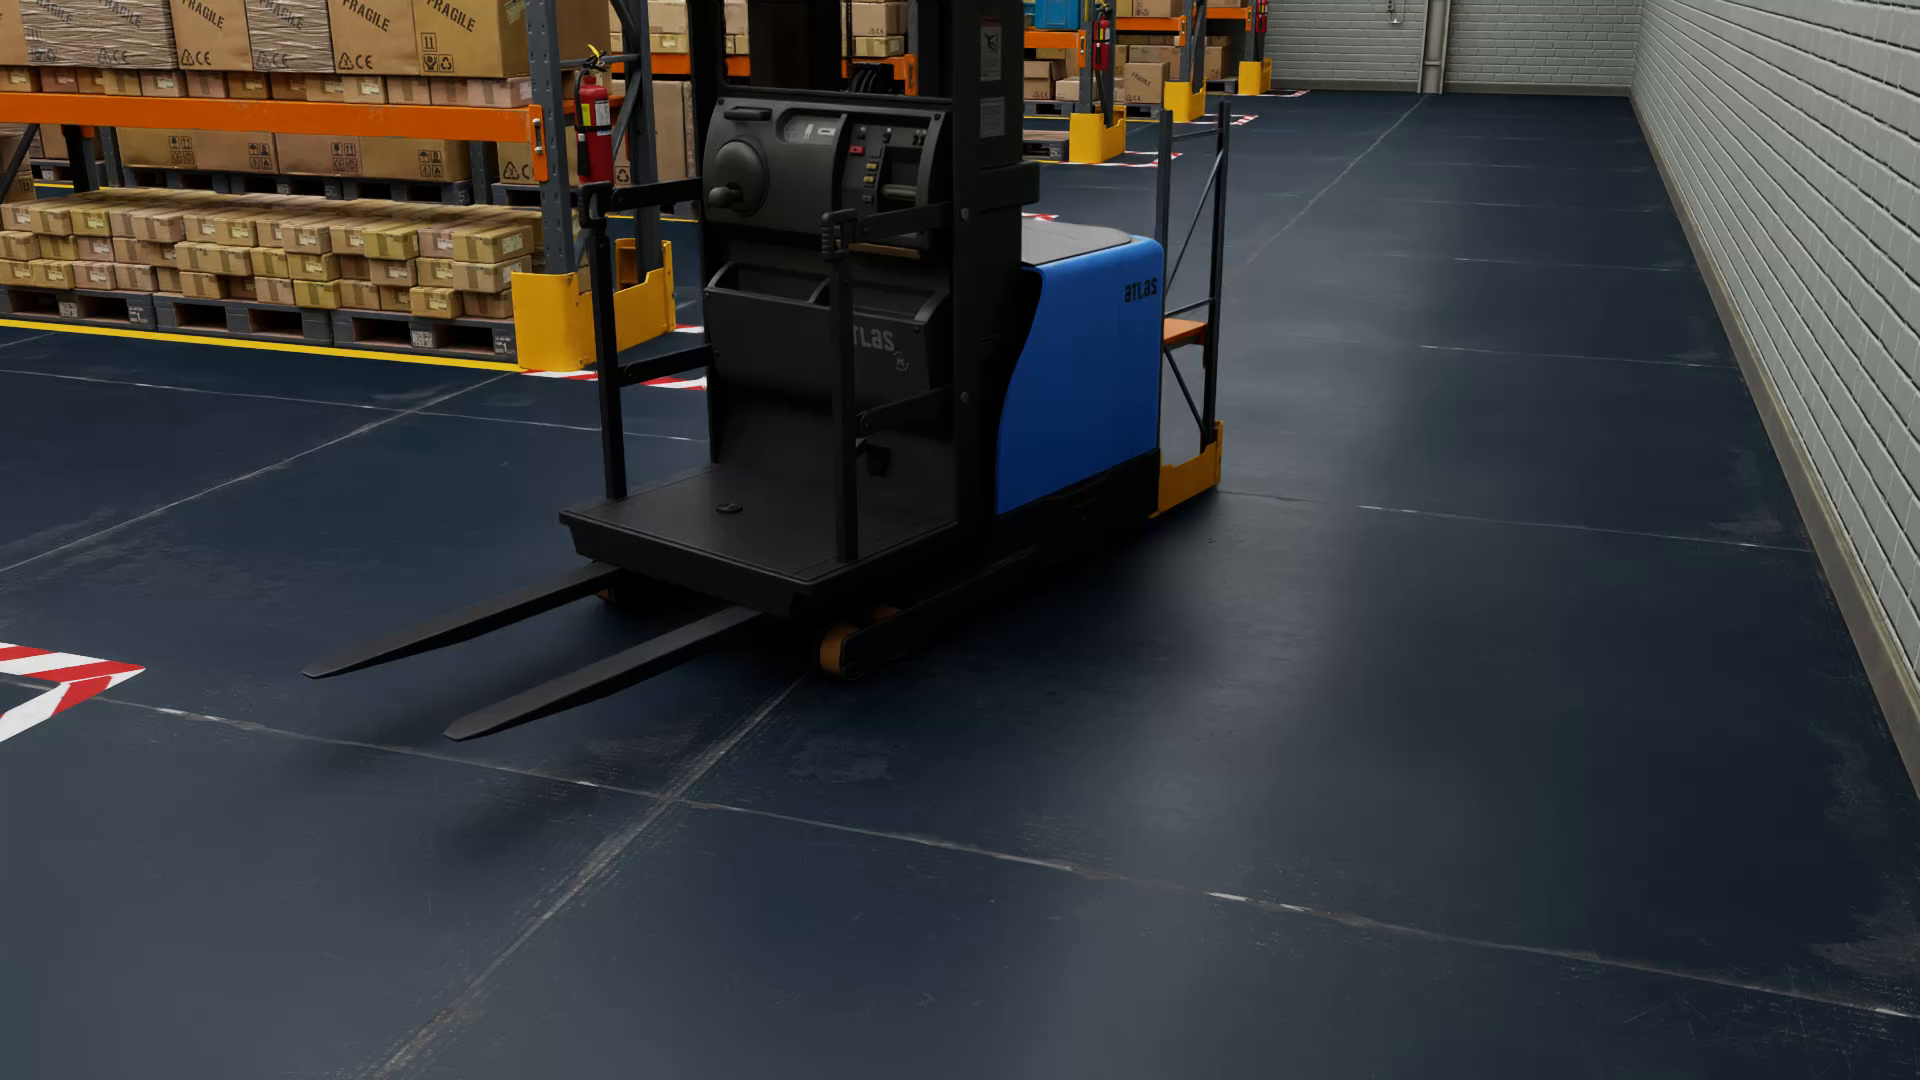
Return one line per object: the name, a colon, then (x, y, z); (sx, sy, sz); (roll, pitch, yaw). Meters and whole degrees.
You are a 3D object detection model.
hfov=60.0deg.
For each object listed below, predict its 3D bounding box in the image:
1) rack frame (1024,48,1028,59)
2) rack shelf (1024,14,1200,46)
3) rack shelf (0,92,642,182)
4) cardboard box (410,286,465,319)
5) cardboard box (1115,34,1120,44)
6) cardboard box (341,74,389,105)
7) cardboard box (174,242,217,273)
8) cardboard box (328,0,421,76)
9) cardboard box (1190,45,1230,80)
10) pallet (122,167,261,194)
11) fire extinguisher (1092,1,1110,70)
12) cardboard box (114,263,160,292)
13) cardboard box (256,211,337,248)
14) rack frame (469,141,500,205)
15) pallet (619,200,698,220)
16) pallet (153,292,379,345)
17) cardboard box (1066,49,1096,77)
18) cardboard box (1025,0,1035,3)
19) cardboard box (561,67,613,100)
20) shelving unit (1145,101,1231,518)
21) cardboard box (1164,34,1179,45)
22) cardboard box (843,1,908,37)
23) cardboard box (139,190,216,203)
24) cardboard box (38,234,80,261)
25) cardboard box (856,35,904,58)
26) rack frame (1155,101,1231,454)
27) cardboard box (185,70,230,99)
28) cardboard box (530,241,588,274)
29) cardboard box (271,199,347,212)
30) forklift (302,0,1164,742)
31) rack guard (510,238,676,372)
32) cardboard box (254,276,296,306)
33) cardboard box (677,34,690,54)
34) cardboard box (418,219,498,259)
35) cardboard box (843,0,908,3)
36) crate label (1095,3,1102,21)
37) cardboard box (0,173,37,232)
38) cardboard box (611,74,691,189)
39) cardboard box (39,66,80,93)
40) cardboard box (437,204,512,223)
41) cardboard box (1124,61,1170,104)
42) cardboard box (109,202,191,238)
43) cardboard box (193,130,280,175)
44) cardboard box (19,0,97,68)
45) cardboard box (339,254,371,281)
rack frame: (0.928, -9.048, 27.477); (0.127, 3.000, 1.000); (7, 20, 18)
rack shelf: (1.195, -6.952, 22.556); (4.000, 0.370, 1.077); (7, 20, 18)
rack shelf: (-3.783, -2.341, 9.328); (4.000, 0.370, 1.077); (7, 20, 18)
cardboard box: (-2.736, -1.305, 8.956); (0.250, 0.149, 0.380); (7, 20, 20)
cardboard box: (2.514, -8.225, 27.289); (0.250, 0.149, 0.380); (7, 20, 19)
cardboard box: (-3.008, -2.375, 8.713); (0.250, 0.149, 0.380); (7, 20, 20)
cardboard box: (-4.201, -1.622, 9.414); (0.250, 0.149, 0.380); (6, 20, 18)
cardboard box: (-2.888, -2.678, 8.598); (0.500, 0.500, 0.500); (6, 20, 17)
cardboard box: (4.012, -7.679, 26.707); (0.500, 0.500, 0.700); (7, 20, 18)
pallet: (-7.008, -3.435, 15.609); (1.213, 0.211, 1.003); (7, 20, 18)
fire extinguisher: (1.448, -5.166, 17.022); (0.183, 0.674, 0.296); (7, 20, 18)
cardboard box: (-4.674, -1.558, 9.682); (0.250, 0.149, 0.380); (6, 20, 17)
cardboard box: (-3.690, -1.732, 9.277); (0.250, 0.149, 0.380); (6, 20, 16)
rack frame: (-3.949, -4.428, 14.222); (0.127, 3.000, 1.000); (7, 20, 18)
pallet: (-2.100, -2.873, 13.999); (1.213, 0.211, 1.003); (7, 20, 18)
pallet: (-3.870, -1.387, 9.735); (1.213, 0.211, 1.003); (7, 20, 18)
cardboard box: (2.074, -7.898, 27.337); (0.500, 0.500, 0.700); (6, 20, 18)
cardboard box: (1.135, -7.252, 22.170); (0.500, 0.500, 0.500); (6, 20, 17)
cardboard box: (-2.092, -2.483, 9.024); (0.250, 0.149, 0.380); (6, 20, 18)
shelving unit: (0.455, -0.970, 6.580); (1.083, 1.500, 0.587); (13, 23, 33)
cardboard box: (3.481, -8.115, 26.974); (0.250, 0.149, 0.380); (7, 20, 19)
cardboard box: (-0.715, -4.035, 12.872); (0.500, 0.250, 0.500); (6, 20, 17)
cardboard box: (-4.759, -2.032, 10.139); (0.250, 0.149, 0.380); (6, 20, 18)
cardboard box: (-5.166, -1.751, 9.784); (0.250, 0.149, 0.380); (7, 20, 18)
cardboard box: (-0.615, -3.813, 12.840); (0.250, 0.149, 0.380); (7, 20, 19)
rack frame: (0.862, -0.875, 6.307); (0.032, 1.500, 0.500); (13, 23, 33)
cardboard box: (-3.984, -2.504, 9.084); (0.250, 0.149, 0.380); (7, 21, 20)
cardboard box: (-2.304, -1.594, 9.332); (0.250, 0.149, 0.380); (7, 21, 20)
cardboard box: (-3.796, -1.893, 9.740); (0.250, 0.149, 0.380); (7, 20, 18)
forklift: (-0.557, -1.153, 4.930); (1.130, 2.935, 3.031); (14, 24, 35)
rack guard: (-1.966, -1.292, 9.024); (0.348, 0.500, 1.175); (7, 20, 18)
cardboard box: (-3.708, -1.427, 9.305); (0.250, 0.149, 0.380); (7, 20, 19)
cardboard box: (-2.059, -3.978, 13.314); (0.250, 0.149, 0.380); (7, 20, 19)
cardboard box: (-2.695, -1.621, 8.959); (0.250, 0.149, 0.380); (7, 20, 19)
cardboard box: (-0.717, -4.390, 12.751); (0.500, 0.500, 0.500); (7, 20, 19)
crate label: (1.330, -5.614, 17.788); (0.303, 0.233, 0.416); (7, 20, 18)
cardboard box: (-6.283, -2.077, 10.637); (0.500, 0.500, 0.500); (7, 21, 20)
cardboard box: (-2.502, -3.430, 13.948); (0.875, 0.875, 0.875); (7, 20, 18)
cardboard box: (-4.974, -2.628, 9.441); (0.250, 0.149, 0.380); (6, 20, 16)
cardboard box: (-2.773, -1.819, 9.528); (0.250, 0.149, 0.380); (6, 20, 18)
cardboard box: (2.489, -6.085, 22.105); (0.500, 0.500, 0.500); (7, 20, 18)
cardboard box: (-4.665, -1.847, 9.607); (0.250, 0.149, 0.380); (6, 20, 17)
cardboard box: (-6.243, -3.875, 15.227); (0.875, 0.875, 1.225); (7, 20, 18)
cardboard box: (-4.817, -2.901, 9.238); (0.500, 0.500, 0.500); (7, 20, 18)
cardboard box: (-3.198, -1.542, 9.184); (0.250, 0.149, 0.380); (6, 20, 17)
